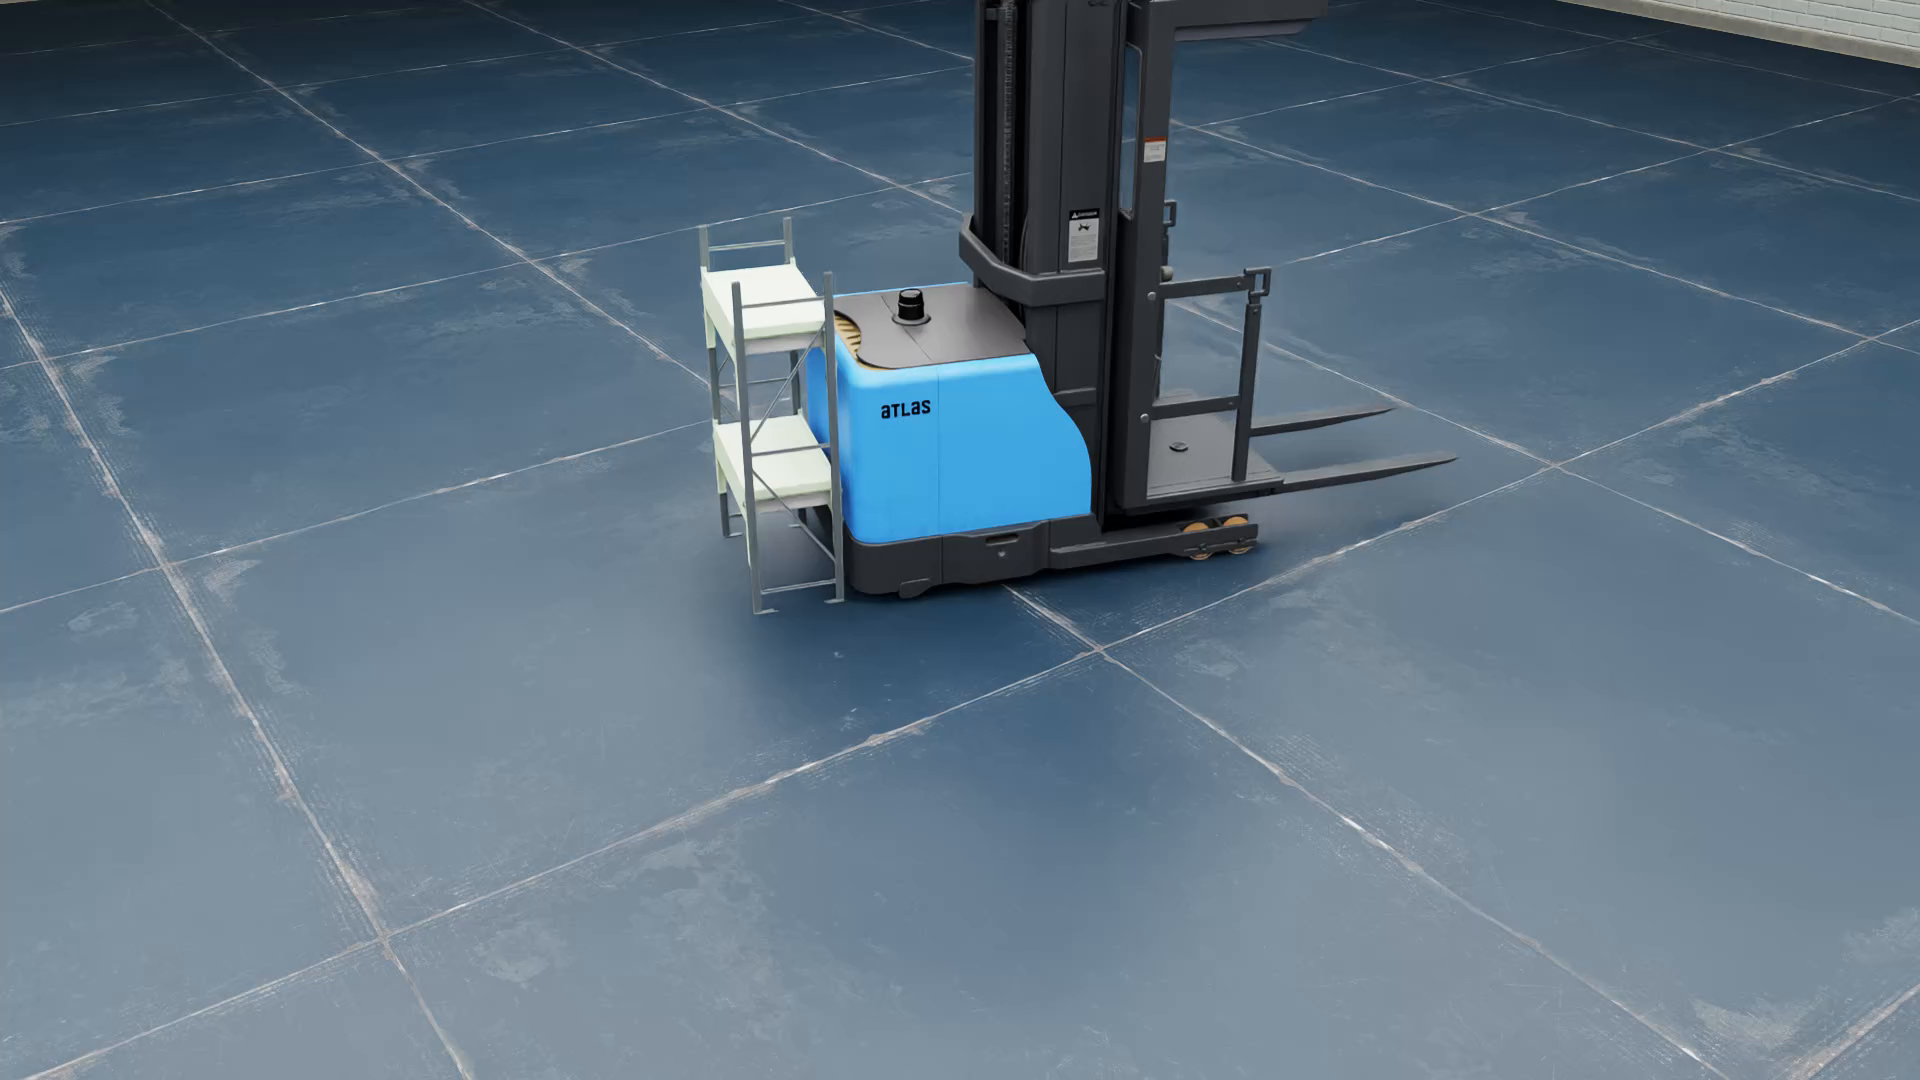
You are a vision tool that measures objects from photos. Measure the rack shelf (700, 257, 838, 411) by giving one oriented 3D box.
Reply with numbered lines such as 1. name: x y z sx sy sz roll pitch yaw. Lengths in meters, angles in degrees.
1. rack shelf: -0.807 -0.876 6.974 0.431 0.370 0.720 -9 30 -15

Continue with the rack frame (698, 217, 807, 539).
1. rack frame: -0.918 -0.699 7.466 0.400 1.500 0.023 -9 30 -15

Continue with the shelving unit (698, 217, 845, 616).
1. shelving unit: -0.807 -0.533 7.160 0.431 1.500 0.755 -9 30 -15

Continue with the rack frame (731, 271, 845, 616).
1. rack frame: -0.696 -0.367 6.853 0.400 1.500 0.023 -9 30 -15

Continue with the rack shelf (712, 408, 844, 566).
1. rack shelf: -0.807 -0.246 7.315 0.431 0.370 0.720 -9 30 -15

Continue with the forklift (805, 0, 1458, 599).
1. forklift: 0.857 -1.429 7.310 3.031 2.935 1.130 -8 30 -15
